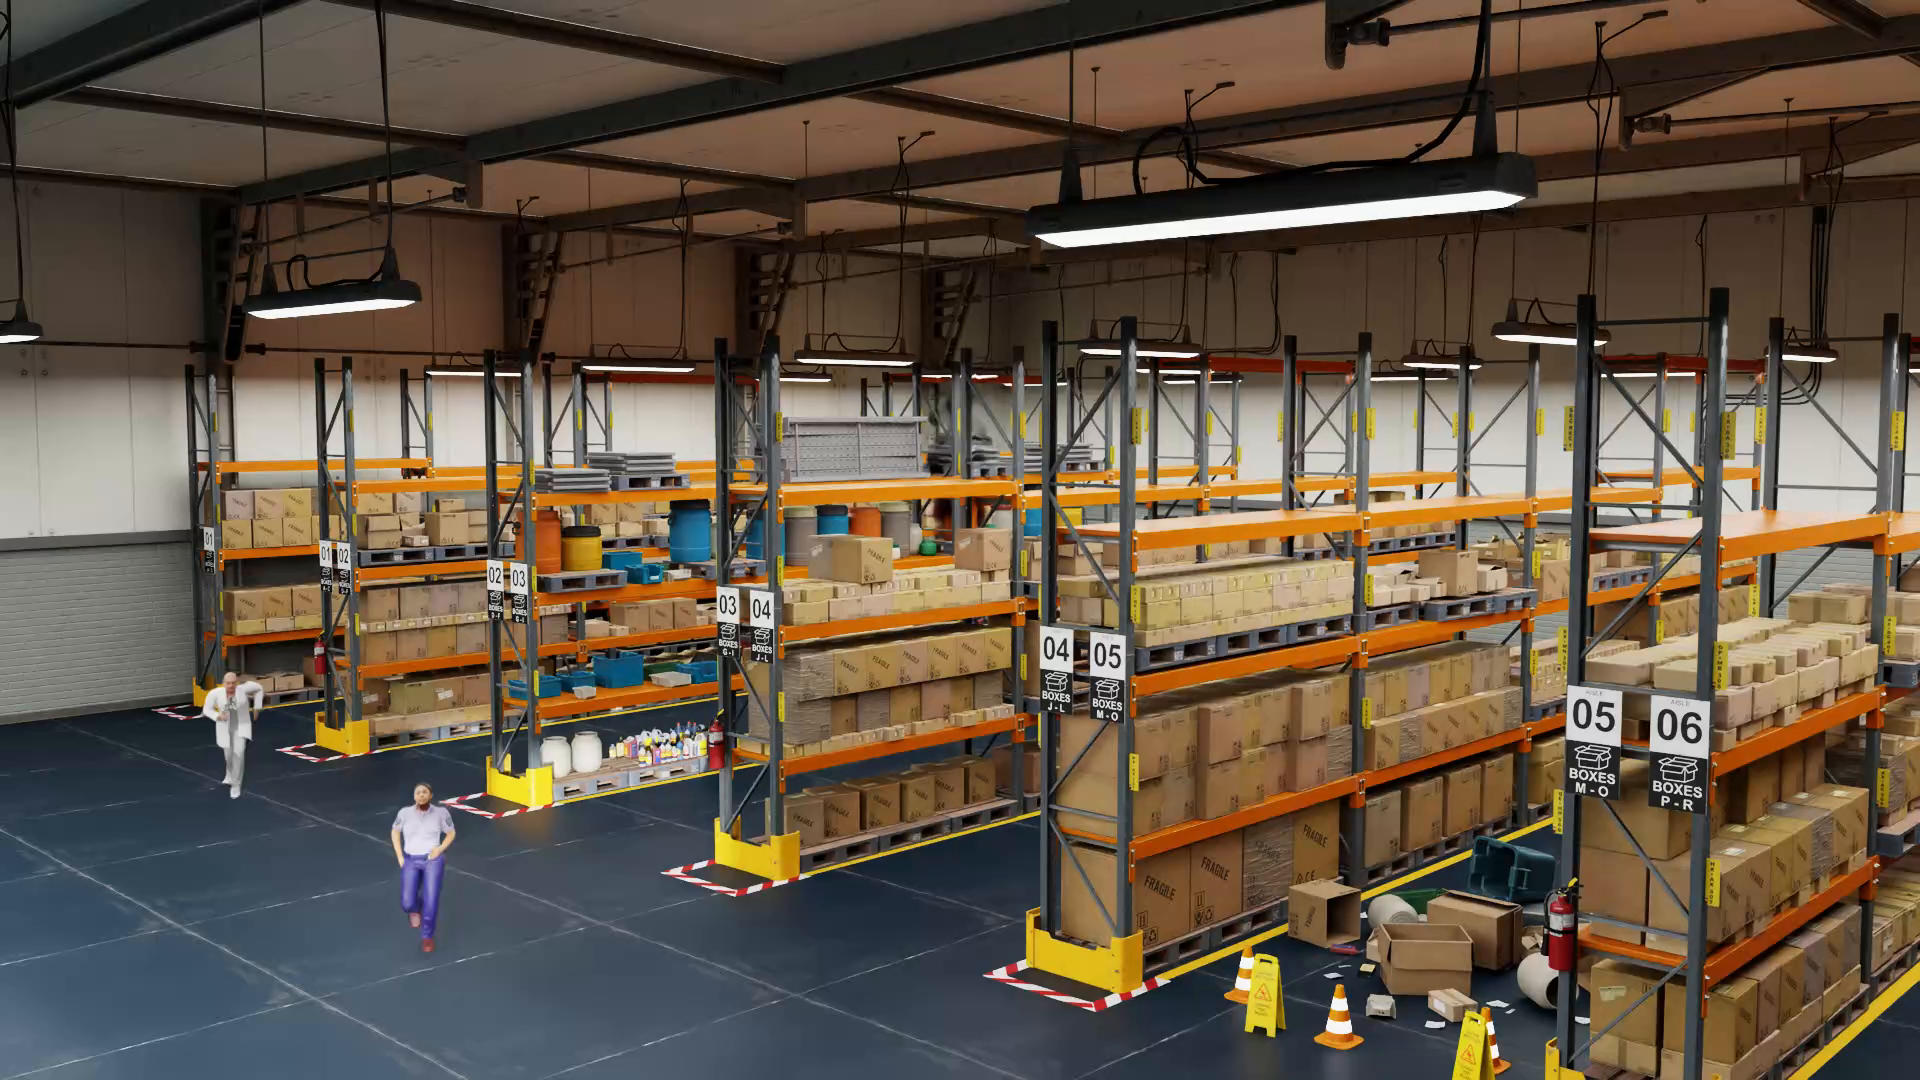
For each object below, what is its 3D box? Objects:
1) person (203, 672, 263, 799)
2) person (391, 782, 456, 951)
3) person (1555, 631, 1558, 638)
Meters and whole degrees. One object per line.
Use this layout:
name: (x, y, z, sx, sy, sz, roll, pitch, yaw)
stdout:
person: (-9.896, 2.620, 22.666, 0.751, 1.729, 1.073, -2, 5, -23)
person: (-5.202, 3.145, 16.123, 0.608, 1.601, 0.577, -1, 4, -11)
person: (9.671, 2.279, 26.681, 0.742, 1.674, 0.686, -3, 5, -36)
